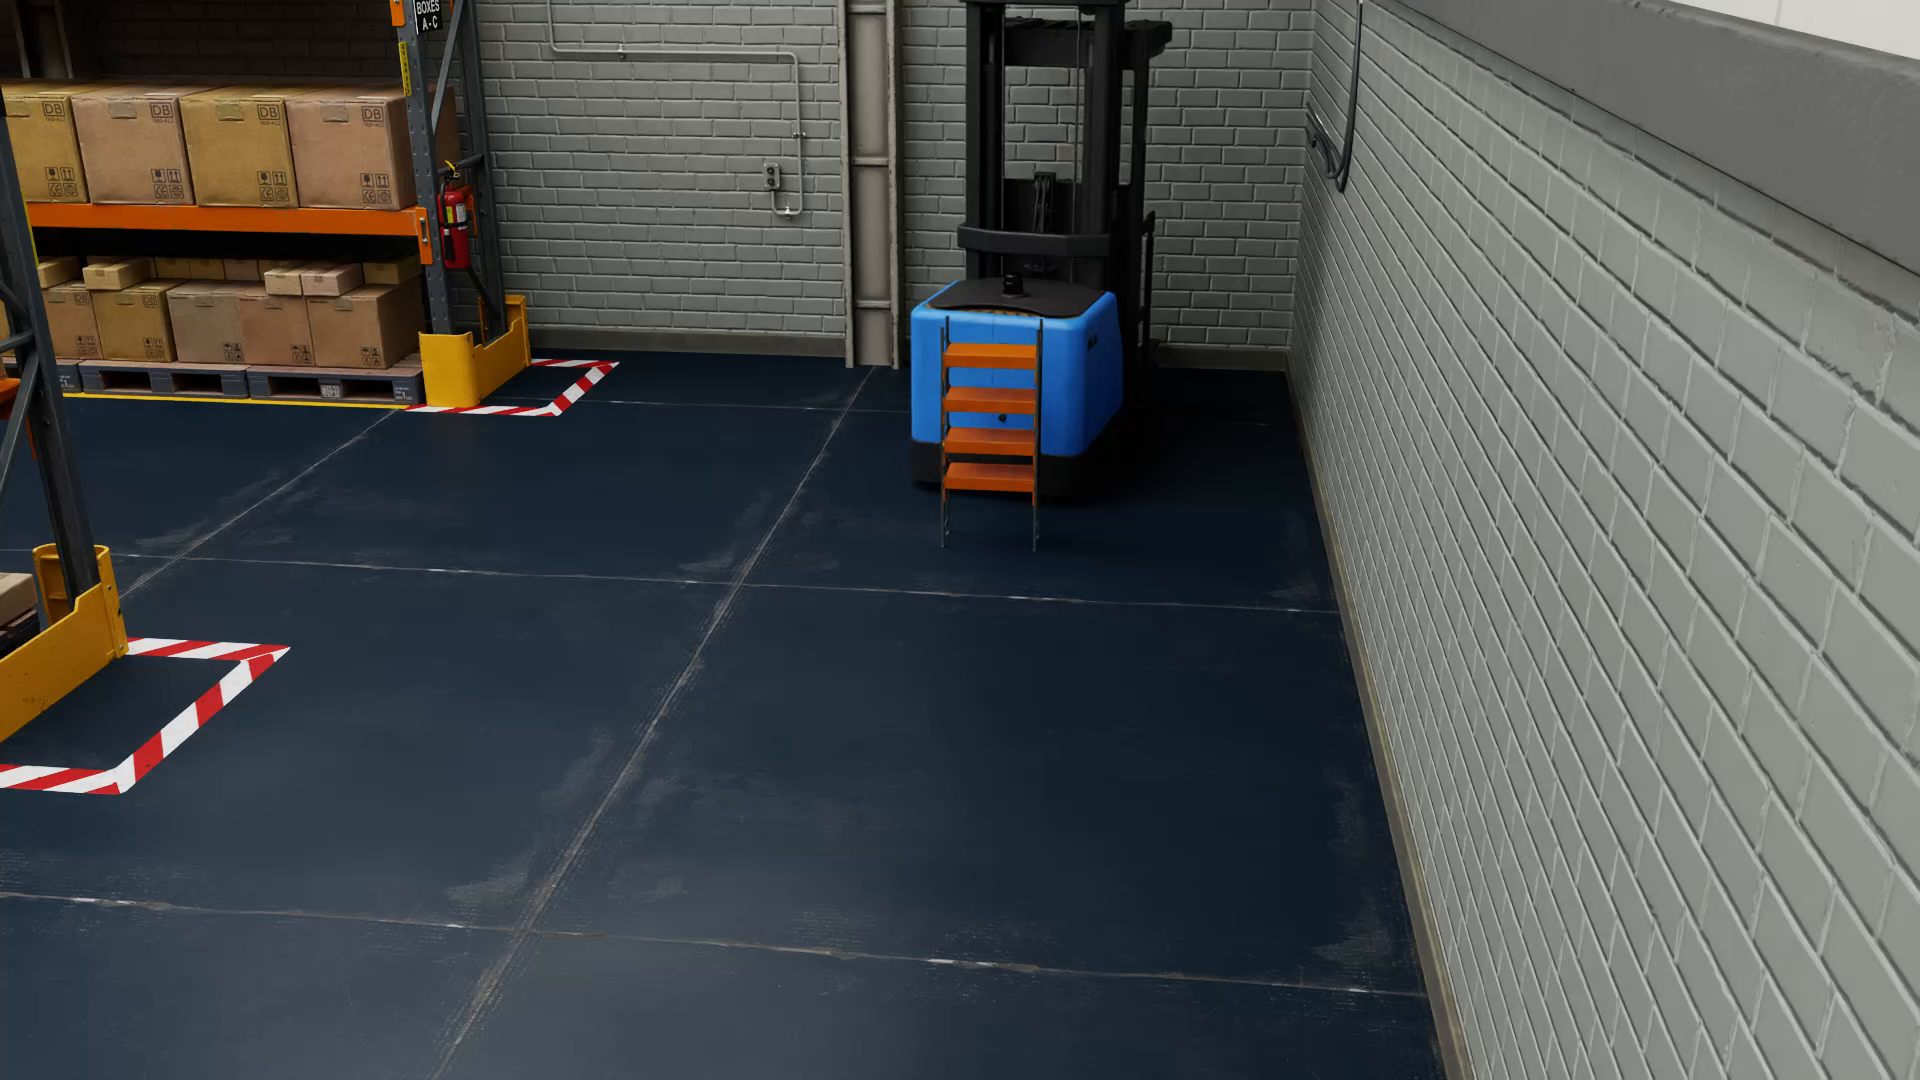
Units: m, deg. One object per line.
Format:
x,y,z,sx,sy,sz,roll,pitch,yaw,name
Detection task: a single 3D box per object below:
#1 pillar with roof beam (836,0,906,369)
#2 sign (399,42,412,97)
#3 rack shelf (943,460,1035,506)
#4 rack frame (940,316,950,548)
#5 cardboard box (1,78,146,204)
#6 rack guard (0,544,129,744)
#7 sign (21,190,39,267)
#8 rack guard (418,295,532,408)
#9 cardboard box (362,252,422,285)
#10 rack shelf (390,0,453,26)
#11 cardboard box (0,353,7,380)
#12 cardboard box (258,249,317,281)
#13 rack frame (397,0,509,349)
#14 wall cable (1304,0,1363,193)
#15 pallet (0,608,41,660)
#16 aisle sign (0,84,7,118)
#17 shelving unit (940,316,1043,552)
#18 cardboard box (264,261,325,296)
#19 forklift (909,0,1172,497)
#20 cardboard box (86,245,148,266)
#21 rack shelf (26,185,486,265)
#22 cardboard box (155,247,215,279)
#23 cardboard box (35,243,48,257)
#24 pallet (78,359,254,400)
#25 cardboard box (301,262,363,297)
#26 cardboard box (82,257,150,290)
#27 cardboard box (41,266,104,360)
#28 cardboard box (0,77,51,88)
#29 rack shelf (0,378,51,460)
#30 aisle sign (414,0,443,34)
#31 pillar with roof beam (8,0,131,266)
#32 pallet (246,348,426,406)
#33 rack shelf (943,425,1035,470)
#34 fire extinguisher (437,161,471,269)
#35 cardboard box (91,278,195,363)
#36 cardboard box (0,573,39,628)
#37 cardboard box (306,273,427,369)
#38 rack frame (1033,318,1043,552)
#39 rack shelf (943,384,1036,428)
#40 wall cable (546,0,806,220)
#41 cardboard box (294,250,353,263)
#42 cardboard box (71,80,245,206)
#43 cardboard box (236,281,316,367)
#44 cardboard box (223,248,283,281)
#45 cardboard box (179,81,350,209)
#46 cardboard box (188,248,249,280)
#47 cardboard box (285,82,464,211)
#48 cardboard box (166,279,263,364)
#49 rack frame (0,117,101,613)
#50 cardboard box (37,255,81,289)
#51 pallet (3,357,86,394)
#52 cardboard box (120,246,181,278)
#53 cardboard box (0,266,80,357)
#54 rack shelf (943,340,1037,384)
-1.124,-3.918,6.611,0.400,9.000,9.100,2,22,6,pillar with roof beam
-3.478,-2.952,10.430,0.005,0.325,0.100,2,22,6,sign
0.164,-0.304,8.799,0.480,0.148,0.258,2,22,6,rack shelf
-0.078,-0.561,8.728,0.015,1.200,0.240,2,22,6,rack frame
-6.112,-2.751,11.410,0.700,0.700,0.980,2,22,5,cardboard box
-4.055,0.467,7.079,0.348,0.500,1.175,2,22,6,rack guard
-3.916,-1.293,6.953,0.005,0.325,0.100,2,22,6,sign
-3.377,-1.338,11.643,0.348,0.500,1.175,2,22,6,rack guard
-3.960,-1.897,11.605,0.250,0.149,0.380,3,22,7,cardboard box
-5.387,-3.648,10.986,4.000,0.370,1.077,2,22,6,rack shelf
-4.389,-0.854,6.885,0.500,0.500,0.500,3,22,7,cardboard box
-4.711,-1.930,11.687,0.250,0.149,0.380,3,22,7,cardboard box
-3.400,-2.501,11.186,0.127,3.000,1.000,2,22,6,rack frame
2.174,-3.472,9.705,0.112,2.526,3.097,2,22,6,wall cable
-4.847,0.567,7.219,1.213,0.211,1.003,2,22,6,pallet
-3.877,-2.006,6.397,0.004,0.787,0.394,2,22,6,aisle sign
0.164,-0.551,8.701,0.503,1.200,0.258,2,22,6,shelving unit
-4.510,-1.779,11.307,0.250,0.149,0.380,3,22,8,cardboard box
0.649,-2.116,10.304,1.130,2.935,3.031,7,23,17,forklift
-5.977,-1.984,11.826,0.250,0.149,0.380,2,22,5,cardboard box
-5.387,-2.253,11.537,4.000,0.370,1.077,2,22,6,rack shelf
-5.470,-1.962,11.770,0.250,0.149,0.380,2,22,5,cardboard box
-6.763,-2.018,11.910,0.250,0.149,0.380,2,22,6,cardboard box
-5.412,-1.264,11.850,1.213,0.211,1.003,2,22,6,pallet
-4.256,-1.768,11.279,0.250,0.149,0.380,2,22,6,cardboard box
-5.805,-1.835,11.448,0.250,0.149,0.380,2,22,5,cardboard box
-6.144,-1.614,11.772,0.500,0.500,0.700,2,22,6,cardboard box
-6.836,-2.784,11.495,0.700,0.700,0.980,3,22,7,cardboard box
-5.966,-0.444,6.962,4.000,0.370,1.077,2,22,6,rack shelf
-3.364,-3.597,10.423,0.004,0.787,0.394,2,22,6,aisle sign
-7.082,-4.178,7.268,0.400,9.000,9.100,2,22,6,pillar with roof beam
-4.204,-1.210,11.714,1.213,0.211,1.003,2,22,6,pallet
0.164,-0.488,8.726,0.480,0.148,0.258,2,22,6,rack shelf
-3.305,-2.117,10.826,0.183,0.674,0.296,2,22,6,fire extinguisher
-5.634,-1.591,11.714,0.500,0.500,0.700,3,22,8,cardboard box
-4.355,0.285,7.418,0.250,0.149,0.380,2,22,6,cardboard box
-4.107,-1.528,11.553,0.500,0.500,0.700,2,22,6,cardboard box
0.407,-0.540,8.674,0.015,1.200,0.240,2,22,6,rack frame
0.164,-0.696,8.644,0.480,0.148,0.258,2,22,6,rack shelf
-2.018,-3.264,11.733,1.851,1.984,0.084,2,22,6,wall cable
-4.463,-1.919,11.659,0.250,0.149,0.380,3,22,6,cardboard box
-5.388,-2.723,11.339,0.700,0.700,0.980,1,22,4,cardboard box
-4.604,-1.549,11.608,0.500,0.500,0.700,2,22,6,cardboard box
-4.964,-1.940,11.714,0.250,0.149,0.380,3,22,7,cardboard box
-4.632,-2.686,11.247,0.700,0.700,0.980,2,22,6,cardboard box
-5.219,-1.951,11.742,0.250,0.149,0.380,3,22,7,cardboard box
-3.908,-2.659,11.178,0.700,0.700,0.980,3,22,9,cardboard box
-5.104,-1.571,11.662,0.500,0.500,0.700,2,22,5,cardboard box
-3.980,-0.692,6.611,0.127,3.000,1.000,2,22,6,rack frame
-6.323,-1.857,11.505,0.250,0.149,0.380,3,22,8,cardboard box
-6.627,-1.316,11.981,1.213,0.211,1.003,2,22,6,pallet
-5.727,-1.973,11.797,0.250,0.149,0.380,3,22,7,cardboard box
-6.642,-1.637,11.830,0.500,0.500,0.700,3,22,7,cardboard box
0.164,-0.916,8.557,0.480,0.148,0.258,2,22,6,rack shelf
